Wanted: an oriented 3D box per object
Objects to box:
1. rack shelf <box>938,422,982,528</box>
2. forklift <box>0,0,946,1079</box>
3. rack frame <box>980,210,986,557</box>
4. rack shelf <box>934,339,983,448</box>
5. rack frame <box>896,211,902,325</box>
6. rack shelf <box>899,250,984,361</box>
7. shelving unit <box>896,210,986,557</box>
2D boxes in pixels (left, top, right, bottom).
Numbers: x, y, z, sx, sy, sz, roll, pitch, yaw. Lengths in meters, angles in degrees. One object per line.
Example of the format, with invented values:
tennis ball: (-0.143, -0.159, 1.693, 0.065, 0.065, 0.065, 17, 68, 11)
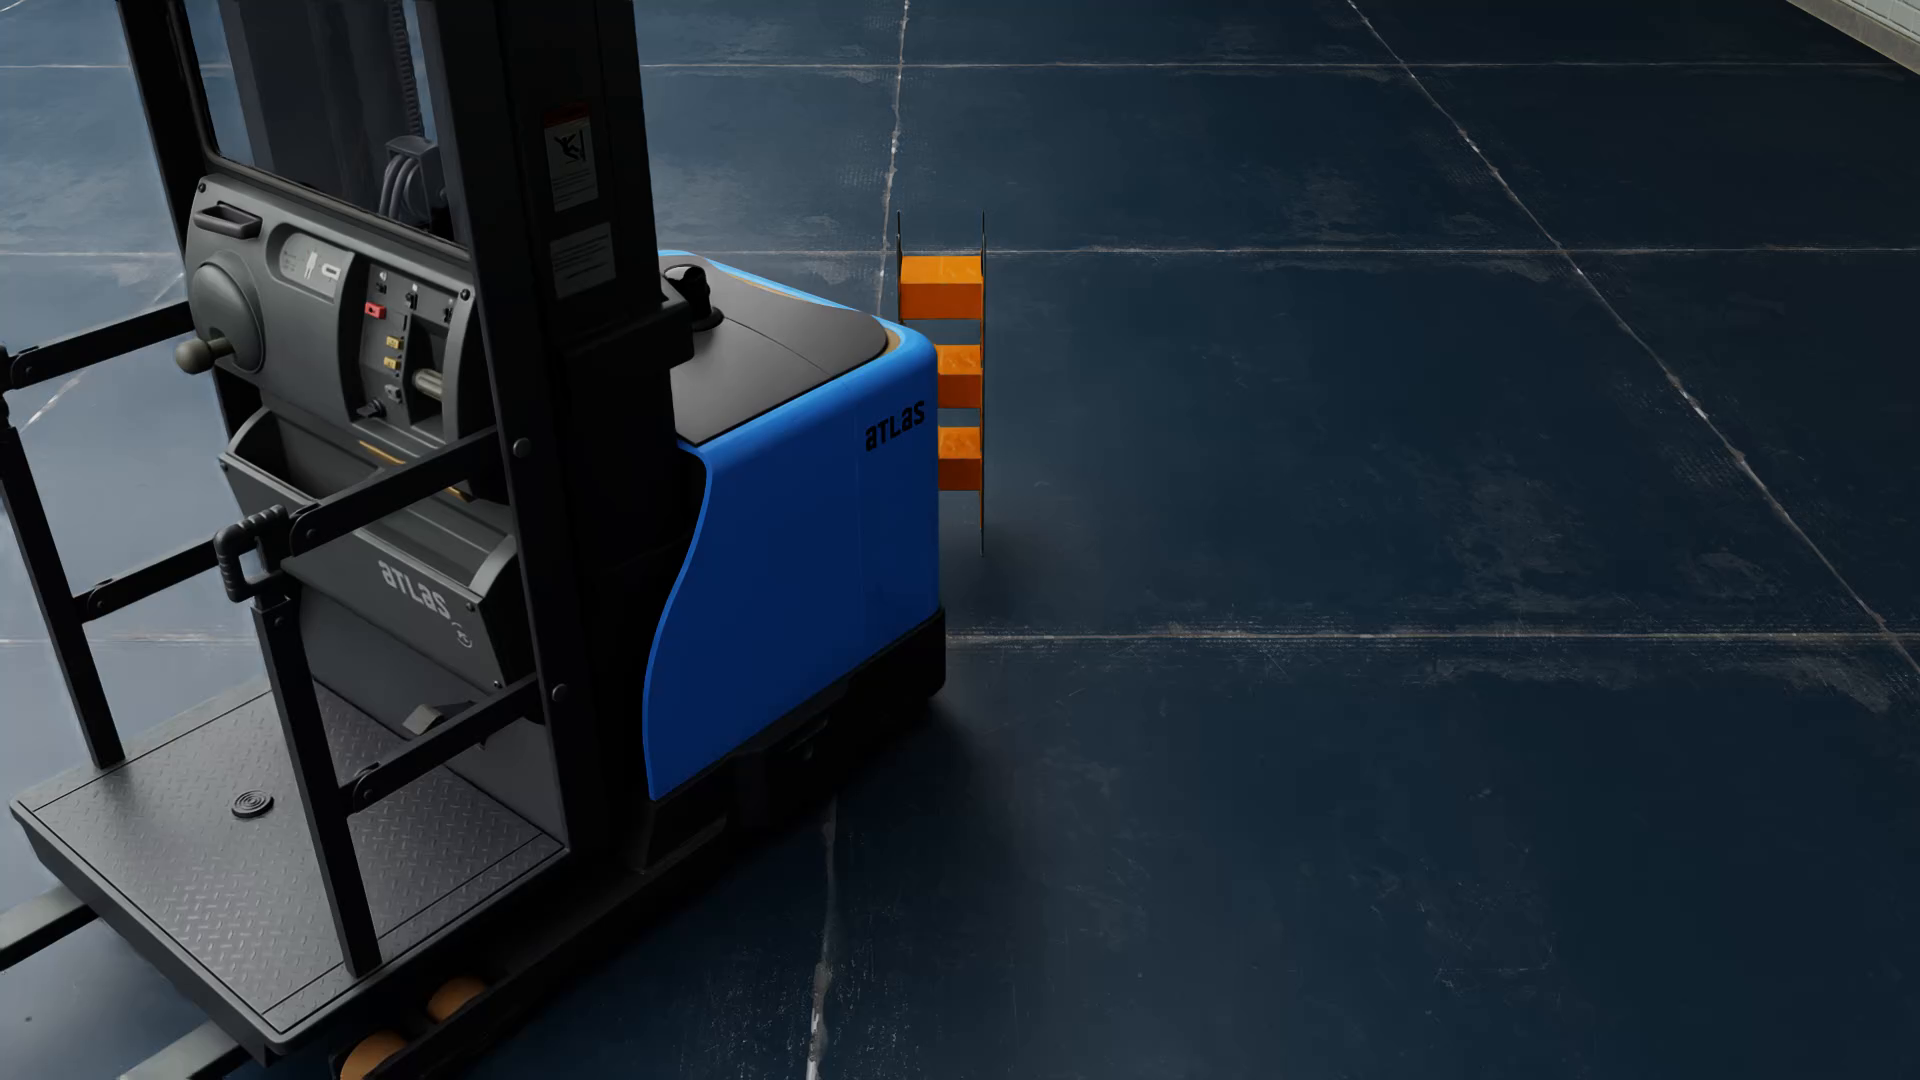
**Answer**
rack shelf: (-0.054, -0.202, 5.127, 0.240, 0.259, 0.215, 0, 31, 0)
forklift: (-1.361, -0.392, 3.070, 1.130, 2.935, 3.031, 23, 38, 33)
rack frame: (0.068, -0.449, 4.978, 0.008, 1.050, 0.200, 0, 31, 0)
rack shelf: (-0.054, -0.440, 4.983, 0.240, 0.259, 0.215, 0, 31, 0)
rack frame: (-0.176, -0.448, 4.977, 0.008, 1.050, 0.200, 0, 31, 0)
rack shelf: (-0.054, -0.682, 4.836, 0.240, 0.259, 0.215, 0, 31, 0)
shelving unit: (-0.054, -0.449, 4.977, 0.252, 1.050, 0.215, 0, 31, 0)
